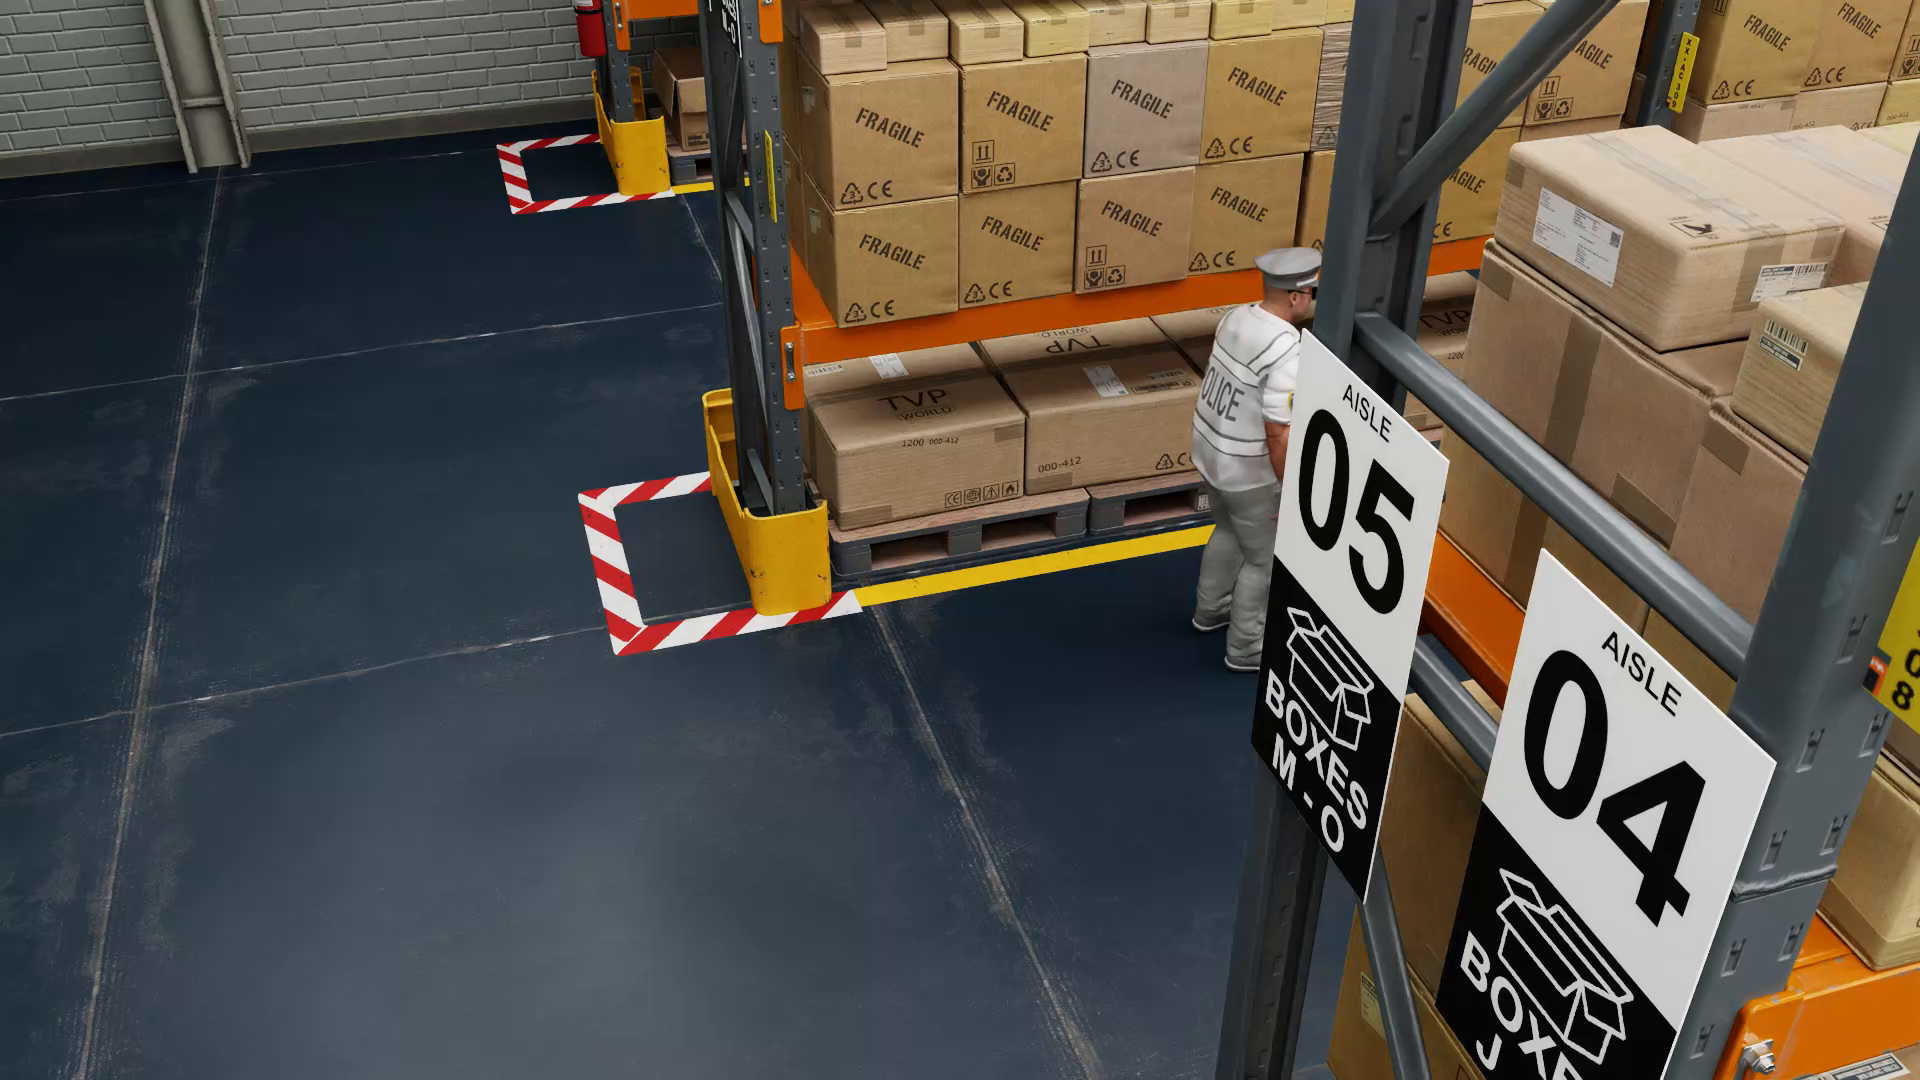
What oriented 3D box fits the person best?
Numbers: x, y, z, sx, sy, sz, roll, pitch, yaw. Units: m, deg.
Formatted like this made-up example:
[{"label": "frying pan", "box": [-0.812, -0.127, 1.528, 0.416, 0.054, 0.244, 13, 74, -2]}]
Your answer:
[{"label": "person", "box": [1.151, -0.306, 6.594, 0.435, 1.748, 0.590, -10, 35, -15]}]
